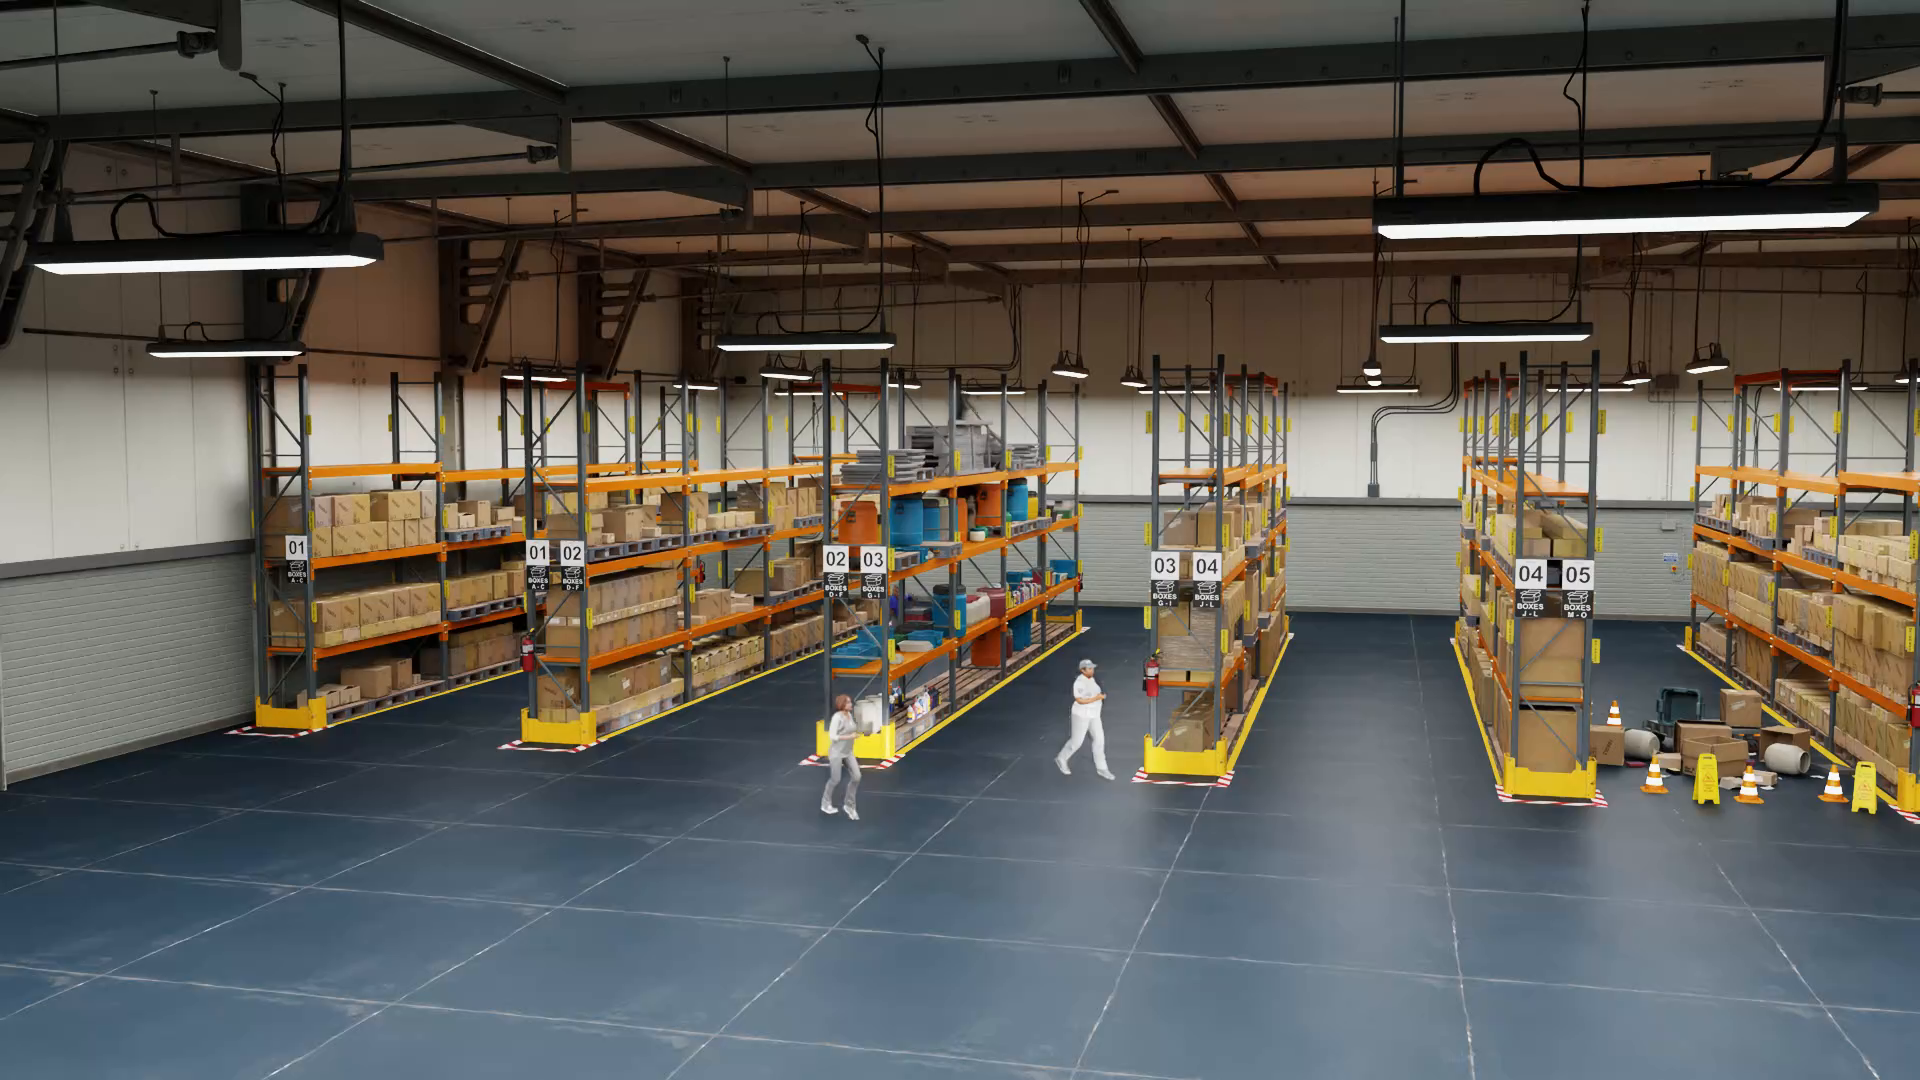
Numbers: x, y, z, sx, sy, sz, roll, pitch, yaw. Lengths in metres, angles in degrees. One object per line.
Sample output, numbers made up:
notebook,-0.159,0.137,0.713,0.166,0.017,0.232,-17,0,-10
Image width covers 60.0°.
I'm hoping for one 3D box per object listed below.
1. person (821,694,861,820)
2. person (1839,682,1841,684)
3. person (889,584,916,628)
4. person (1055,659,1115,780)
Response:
person,-1.509,2.763,21.089,0.698,1.642,0.501,3,5,35
person,16.975,1.907,32.119,0.643,1.727,0.924,1,4,11
person,-1.273,1.652,35.295,0.562,1.447,0.717,1,4,17
person,1.765,2.517,23.541,0.900,1.677,0.597,3,5,38
